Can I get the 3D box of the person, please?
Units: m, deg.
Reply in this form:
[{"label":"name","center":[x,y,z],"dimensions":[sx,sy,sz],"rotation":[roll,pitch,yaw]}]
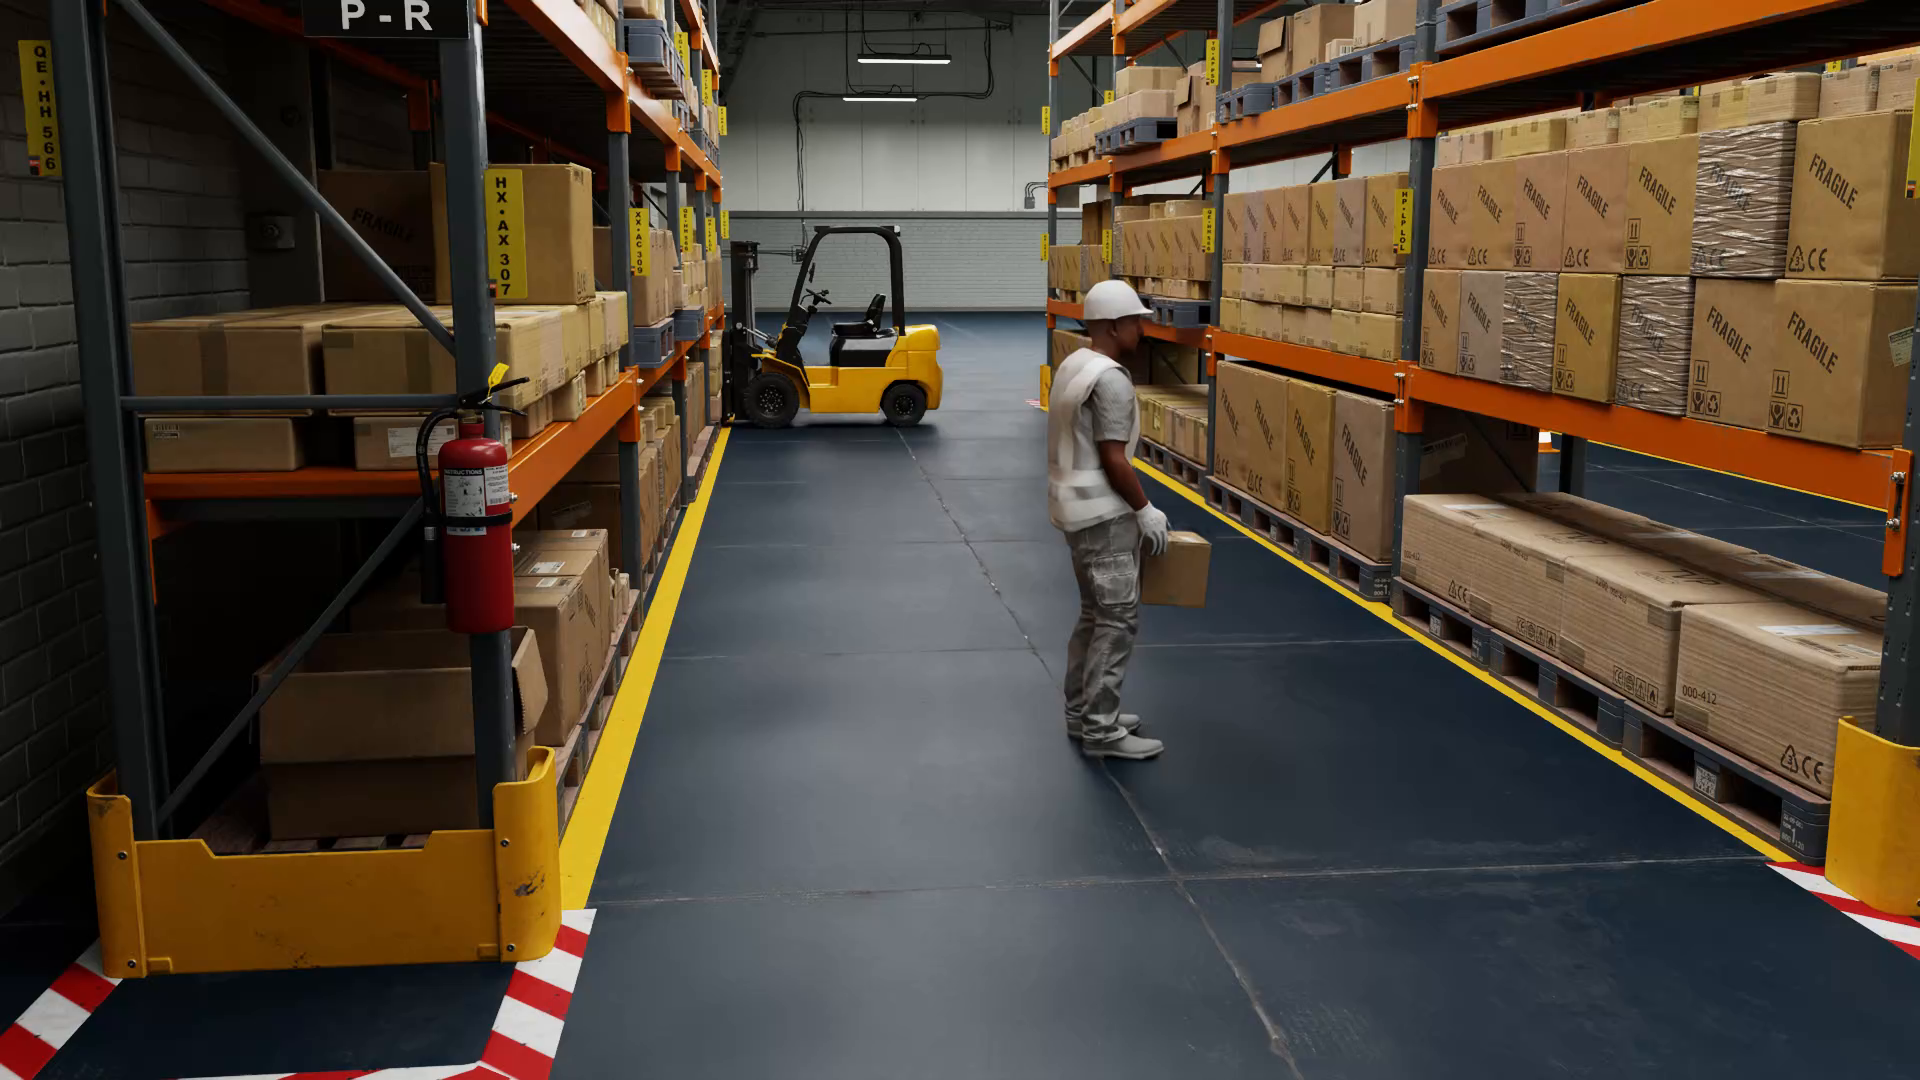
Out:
[{"label":"person","center":[0.555,-0.087,6.337],"dimensions":[0.430,1.784,0.565],"rotation":[-1,10,-7]}]
